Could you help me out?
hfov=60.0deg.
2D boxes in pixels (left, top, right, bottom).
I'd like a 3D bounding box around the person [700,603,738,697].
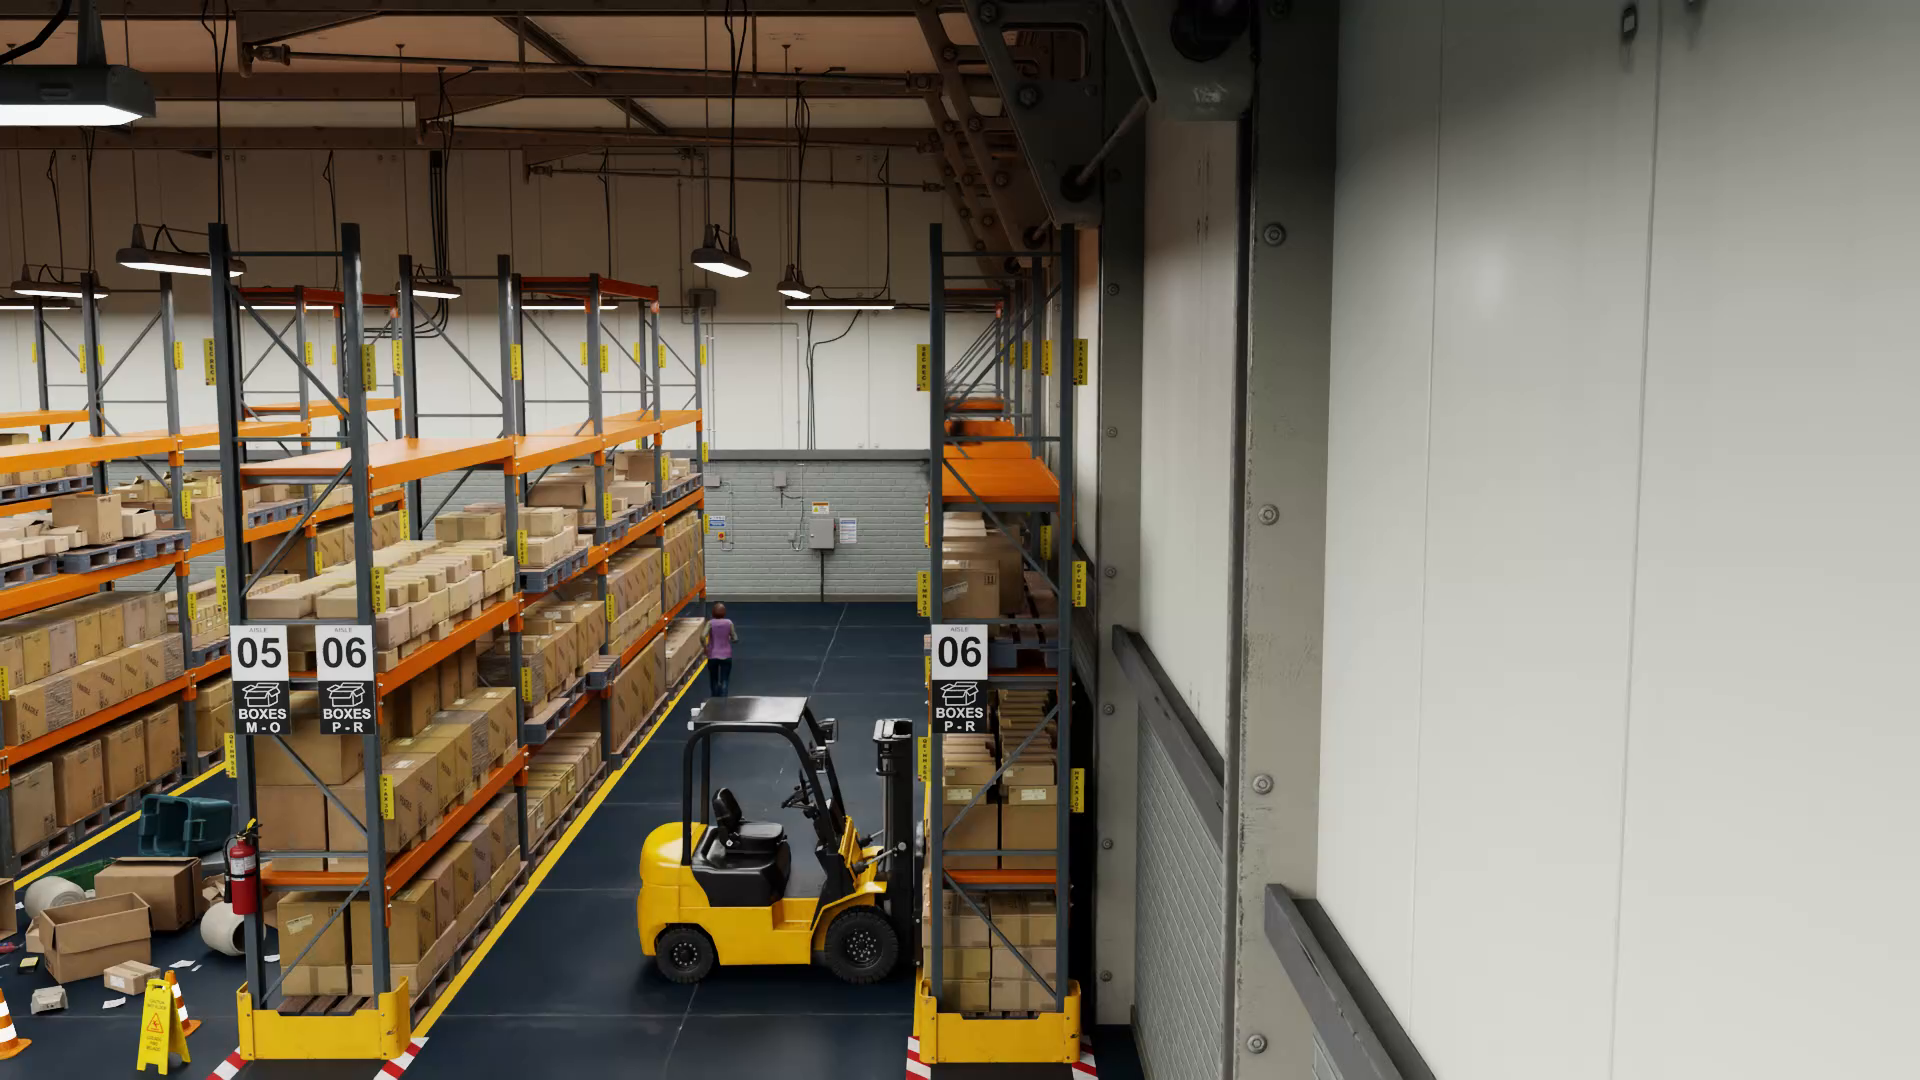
[{"bbox_3d":[-3.329,1.670,23.017,0.522,1.622,0.770,-1,7,-7],"label":"person"}]
